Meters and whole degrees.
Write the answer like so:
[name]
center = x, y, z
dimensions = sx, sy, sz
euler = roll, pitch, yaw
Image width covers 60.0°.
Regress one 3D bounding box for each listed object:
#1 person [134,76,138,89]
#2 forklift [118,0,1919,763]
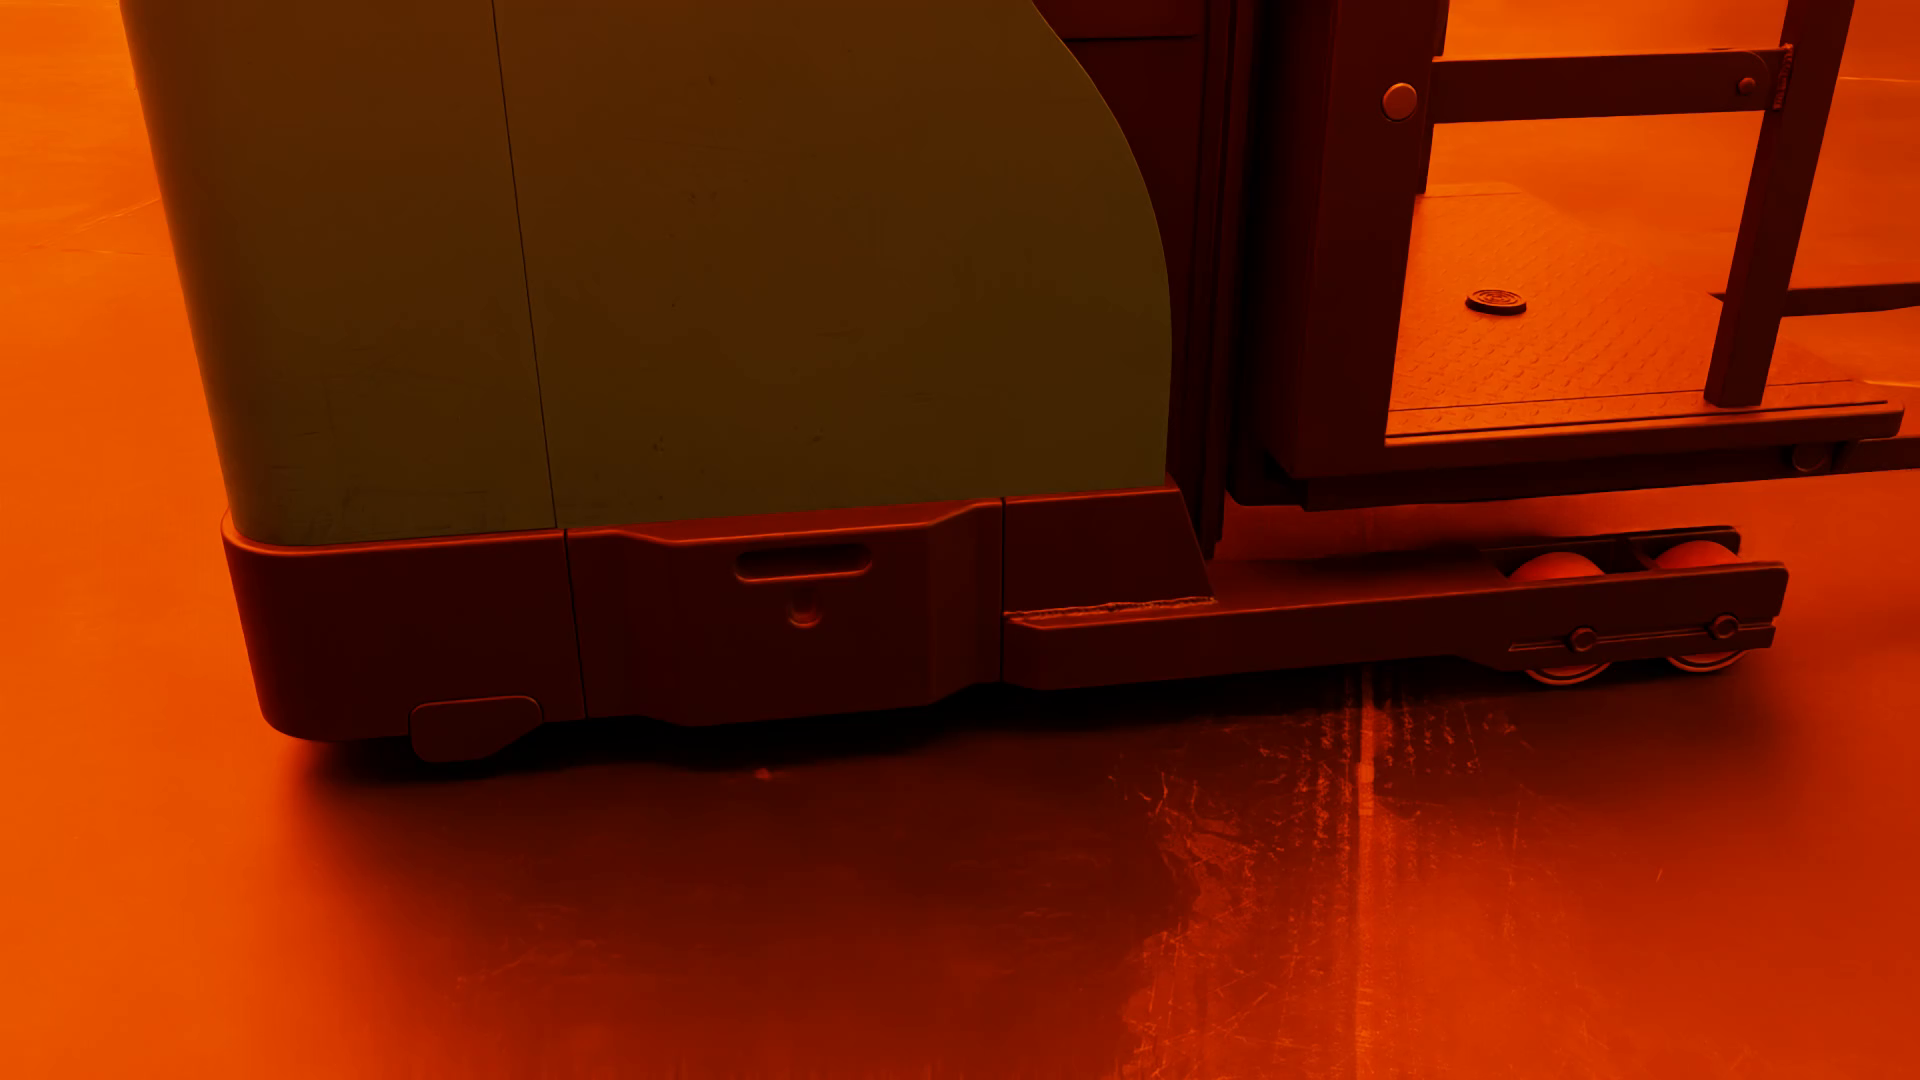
[person]
center = -2.468, -2.185, 5.018
dimensions = 0.431, 1.639, 0.611
euler = 22, 34, 36
[forklift]
center = 0.600, -1.354, 1.930
dimensions = 3.031, 2.935, 1.130
euler = -4, 27, -9
